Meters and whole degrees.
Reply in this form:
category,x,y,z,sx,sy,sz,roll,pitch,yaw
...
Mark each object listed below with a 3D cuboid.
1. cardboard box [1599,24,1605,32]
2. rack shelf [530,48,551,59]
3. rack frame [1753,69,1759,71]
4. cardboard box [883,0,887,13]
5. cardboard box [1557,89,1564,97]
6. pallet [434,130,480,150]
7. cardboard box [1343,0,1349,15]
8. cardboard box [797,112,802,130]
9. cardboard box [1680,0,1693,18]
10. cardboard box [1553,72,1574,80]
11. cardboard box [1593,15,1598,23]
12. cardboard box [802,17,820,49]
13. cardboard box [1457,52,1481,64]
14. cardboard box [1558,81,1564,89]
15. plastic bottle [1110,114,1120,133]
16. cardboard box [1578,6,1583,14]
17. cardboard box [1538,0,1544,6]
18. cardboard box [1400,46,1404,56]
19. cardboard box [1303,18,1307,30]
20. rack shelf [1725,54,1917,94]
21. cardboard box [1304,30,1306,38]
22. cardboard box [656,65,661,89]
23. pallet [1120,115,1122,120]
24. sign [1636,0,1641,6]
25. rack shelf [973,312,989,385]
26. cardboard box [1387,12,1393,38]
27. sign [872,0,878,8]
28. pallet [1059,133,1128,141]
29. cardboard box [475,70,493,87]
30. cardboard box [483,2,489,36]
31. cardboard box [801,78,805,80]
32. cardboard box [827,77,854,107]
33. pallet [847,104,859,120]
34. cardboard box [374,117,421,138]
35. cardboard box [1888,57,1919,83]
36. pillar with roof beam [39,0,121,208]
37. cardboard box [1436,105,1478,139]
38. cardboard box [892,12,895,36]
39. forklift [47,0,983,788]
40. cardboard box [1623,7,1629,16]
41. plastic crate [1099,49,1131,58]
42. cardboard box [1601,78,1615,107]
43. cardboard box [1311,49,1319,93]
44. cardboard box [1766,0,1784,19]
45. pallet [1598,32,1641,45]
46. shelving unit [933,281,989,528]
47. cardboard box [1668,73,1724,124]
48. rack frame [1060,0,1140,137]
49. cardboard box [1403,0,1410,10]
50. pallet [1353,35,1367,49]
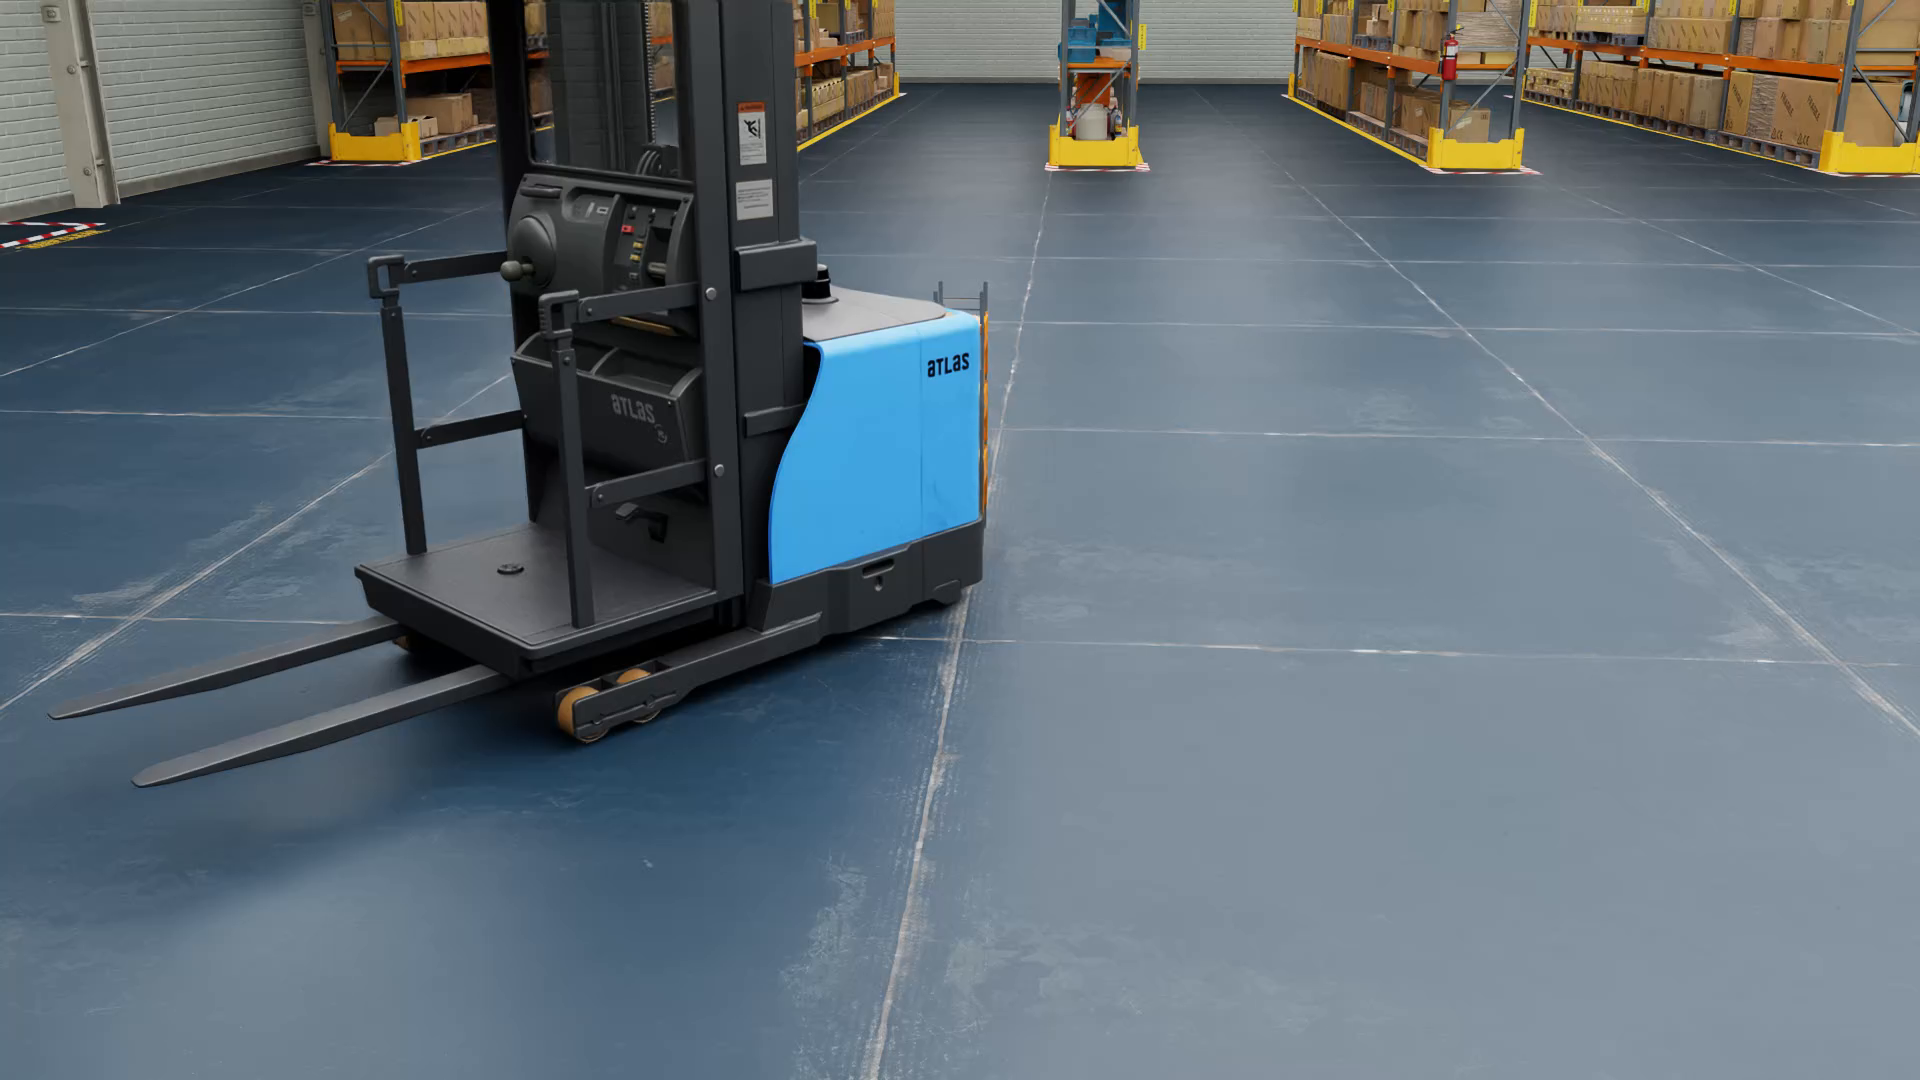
category,x,y,z,sx,sy,sz,roll,pitch,yaw
cardboard box,11.969,-9.392,30.499,0.380,0.149,0.250,0,18,1
rack shelf,-7.627,-8.177,28.215,1.077,0.370,4.000,1,18,4
rack frame,17.797,-11.071,35.894,1.000,3.000,0.127,1,18,4
cardboard box,-1.831,-11.416,35.178,0.500,0.500,0.500,2,18,6
cardboard box,12.310,-9.045,33.613,0.380,0.149,0.250,1,18,2
pallet,-7.868,-5.983,24.843,1.003,0.211,1.213,1,18,4
cardboard box,7.498,-9.970,30.760,0.797,0.503,0.637,2,18,6
cardboard box,-2.690,-6.377,25.308,0.500,0.250,0.500,1,18,4
cardboard box,12.167,-8.733,26.990,0.700,0.500,0.500,1,18,3
cardboard box,12.344,-9.475,33.970,0.380,0.149,0.250,0,18,1
cardboard box,12.008,-9.692,30.936,0.380,0.149,0.250,2,18,6
cardboard box,-2.646,-8.556,28.057,0.500,0.500,0.500,0,18,1
cardboard box,6.580,-6.297,21.727,0.380,0.149,0.250,1,18,4
cardboard box,12.279,-9.167,33.509,0.380,0.149,0.250,1,18,2
plastic bottle,2.300,-6.174,24.616,0.152,0.276,0.135,2,18,5
cardboard box,12.078,-10.159,31.883,0.380,0.149,0.250,2,18,7
cardboard box,12.525,-11.524,35.031,0.500,0.500,0.500,2,18,6
cardboard box,6.715,-7.231,24.576,0.380,0.149,0.250,1,18,4
cardboard box,7.538,-10.902,35.140,0.500,0.250,0.500,1,18,2
rack shelf,11.848,-6.460,22.977,1.077,0.370,4.000,1,18,4
cardboard box,7.468,-10.671,35.075,0.380,0.149,0.250,1,18,3
cardboard box,-6.931,-10.105,36.284,0.700,0.500,0.500,1,18,2
pallet,2.214,-6.976,27.873,1.003,0.211,1.213,1,18,4
sign,13.119,-10.447,32.129,0.100,0.325,0.005,1,18,4
rack shelf,0.004,-0.775,6.725,0.215,0.259,0.240,1,18,4
cardboard box,7.248,-8.294,25.779,1.000,1.000,1.000,1,18,4
sign,-1.701,-10.811,33.241,0.100,0.325,0.005,1,18,4
pallet,1.937,-5.763,24.173,1.003,0.211,1.213,1,18,4
cardboard box,-7.706,-7.641,27.527,0.500,0.250,0.500,1,18,3
cardboard box,-7.495,-8.038,25.641,0.500,0.500,0.500,1,18,4
cardboard box,-2.873,-8.033,29.464,0.500,0.311,0.500,2,18,6
cardboard box,-2.224,-8.186,30.397,0.500,0.500,0.500,2,18,6
pallet,-2.451,-7.936,30.804,1.003,0.211,1.213,1,18,4
cardboard box,-7.917,-5.799,23.416,0.500,0.311,0.500,-1,18,-2
cardboard box,17.424,-8.266,30.071,0.875,0.875,0.875,2,18,5
pillar with roof beam,-5.006,-7.783,16.224,9.100,9.000,0.400,1,18,4
cardboard box,6.835,-5.715,22.887,0.500,0.500,0.500,6,19,18
cardboard box,-1.729,-11.417,36.789,0.500,0.500,0.500,2,18,6
forklift,-1.299,-0.959,5.142,1.130,2.935,3.031,17,24,41
cardboard box,11.877,-9.269,29.167,0.380,0.149,0.250,1,18,3
plastic crate,2.248,-7.041,24.017,0.530,0.136,0.437,1,18,4
cardboard box,12.128,-8.213,30.512,0.500,0.500,0.500,0,18,1
cardboard box,7.817,-9.723,34.516,0.875,0.875,0.875,1,18,4
cardboard box,11.832,-7.556,23.190,0.875,0.550,0.550,1,18,4
pallet,12.380,-9.190,30.461,1.003,0.211,1.213,1,18,4
shelving unit,0.004,-0.516,6.810,0.215,1.050,0.252,1,18,4
cardboard box,12.019,-7.048,26.555,1.050,0.750,0.750,1,18,4
rack frame,1.825,-6.434,21.741,1.000,3.000,0.127,1,18,4
cardboard box,6.732,-7.940,24.094,0.500,0.500,0.500,1,18,4
pallet,7.394,-8.493,28.333,1.213,0.211,1.003,1,18,4
